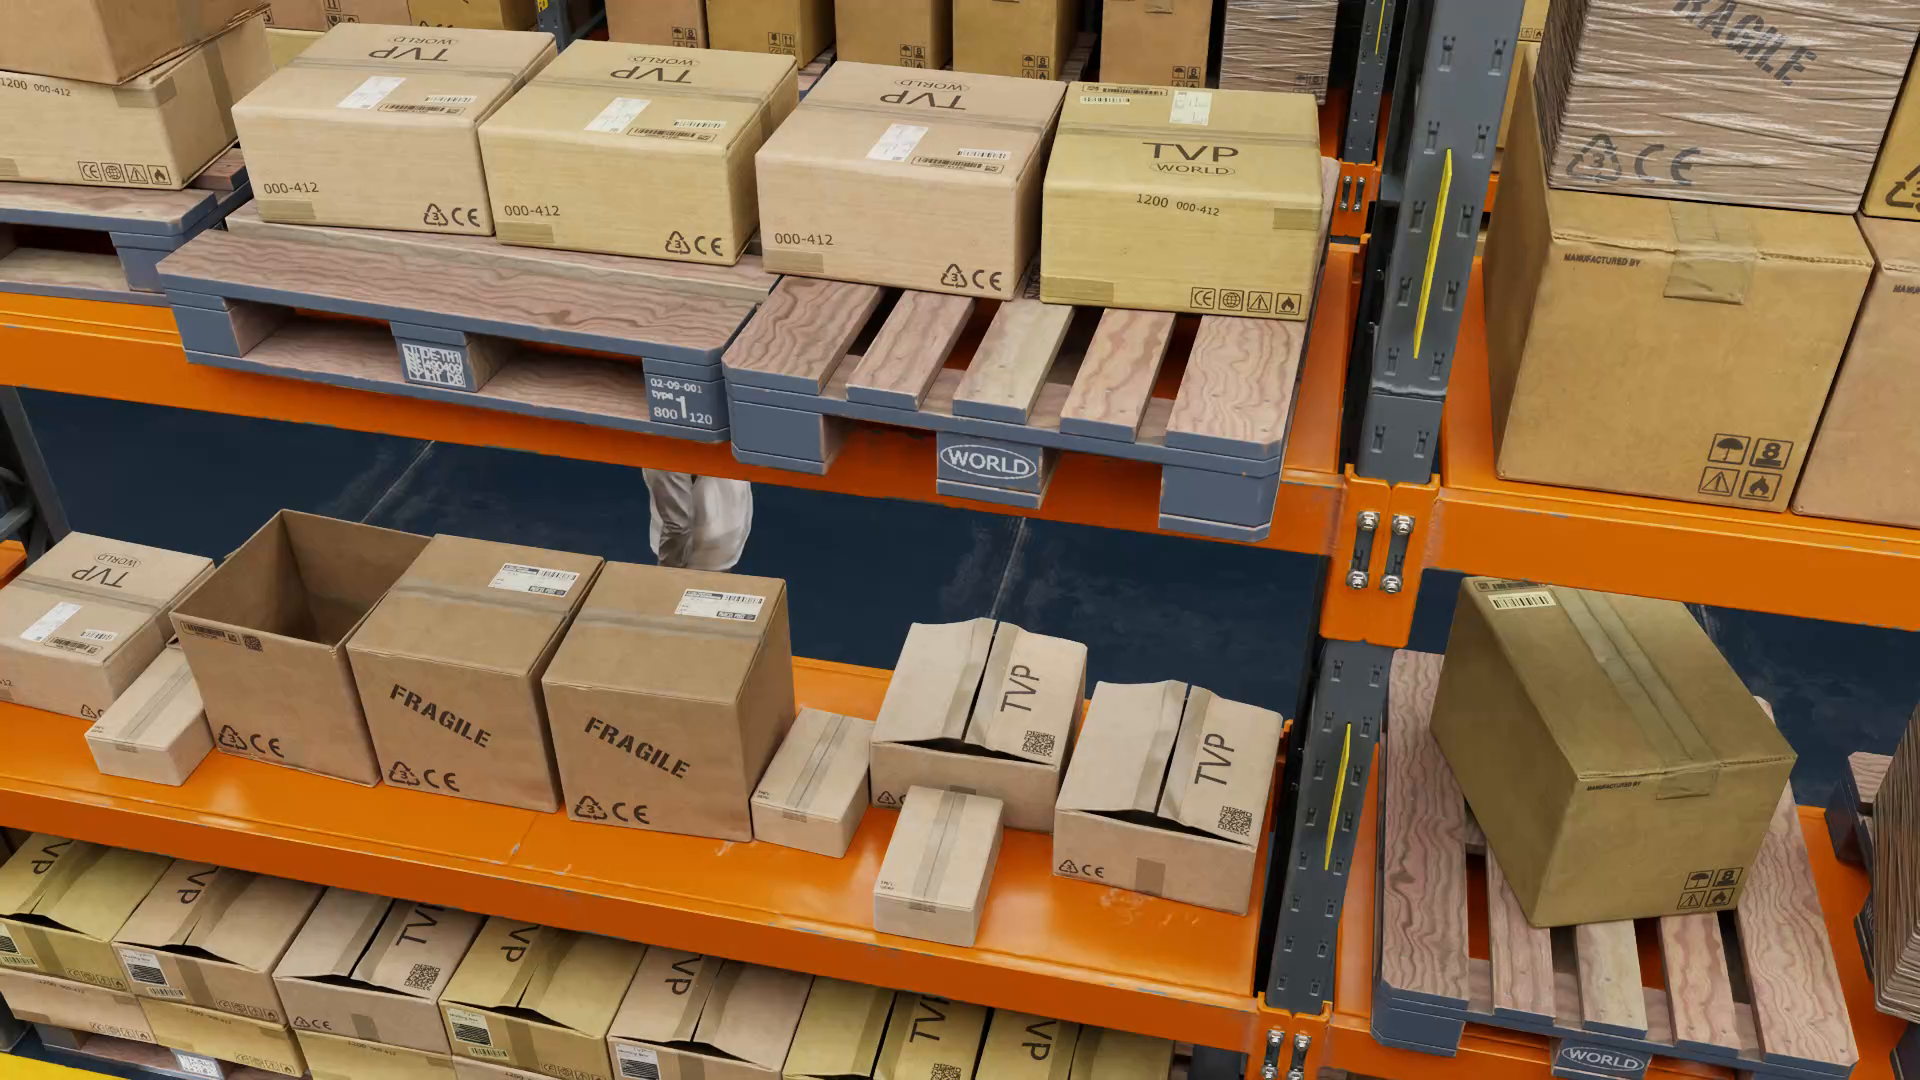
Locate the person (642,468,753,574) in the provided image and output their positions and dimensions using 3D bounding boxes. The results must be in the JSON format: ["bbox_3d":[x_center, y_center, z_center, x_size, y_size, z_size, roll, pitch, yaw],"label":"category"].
[{"bbox_3d":[-0.997,-0.017,6.149,0.464,1.771,0.594,5,37,7],"label":"person"}]
